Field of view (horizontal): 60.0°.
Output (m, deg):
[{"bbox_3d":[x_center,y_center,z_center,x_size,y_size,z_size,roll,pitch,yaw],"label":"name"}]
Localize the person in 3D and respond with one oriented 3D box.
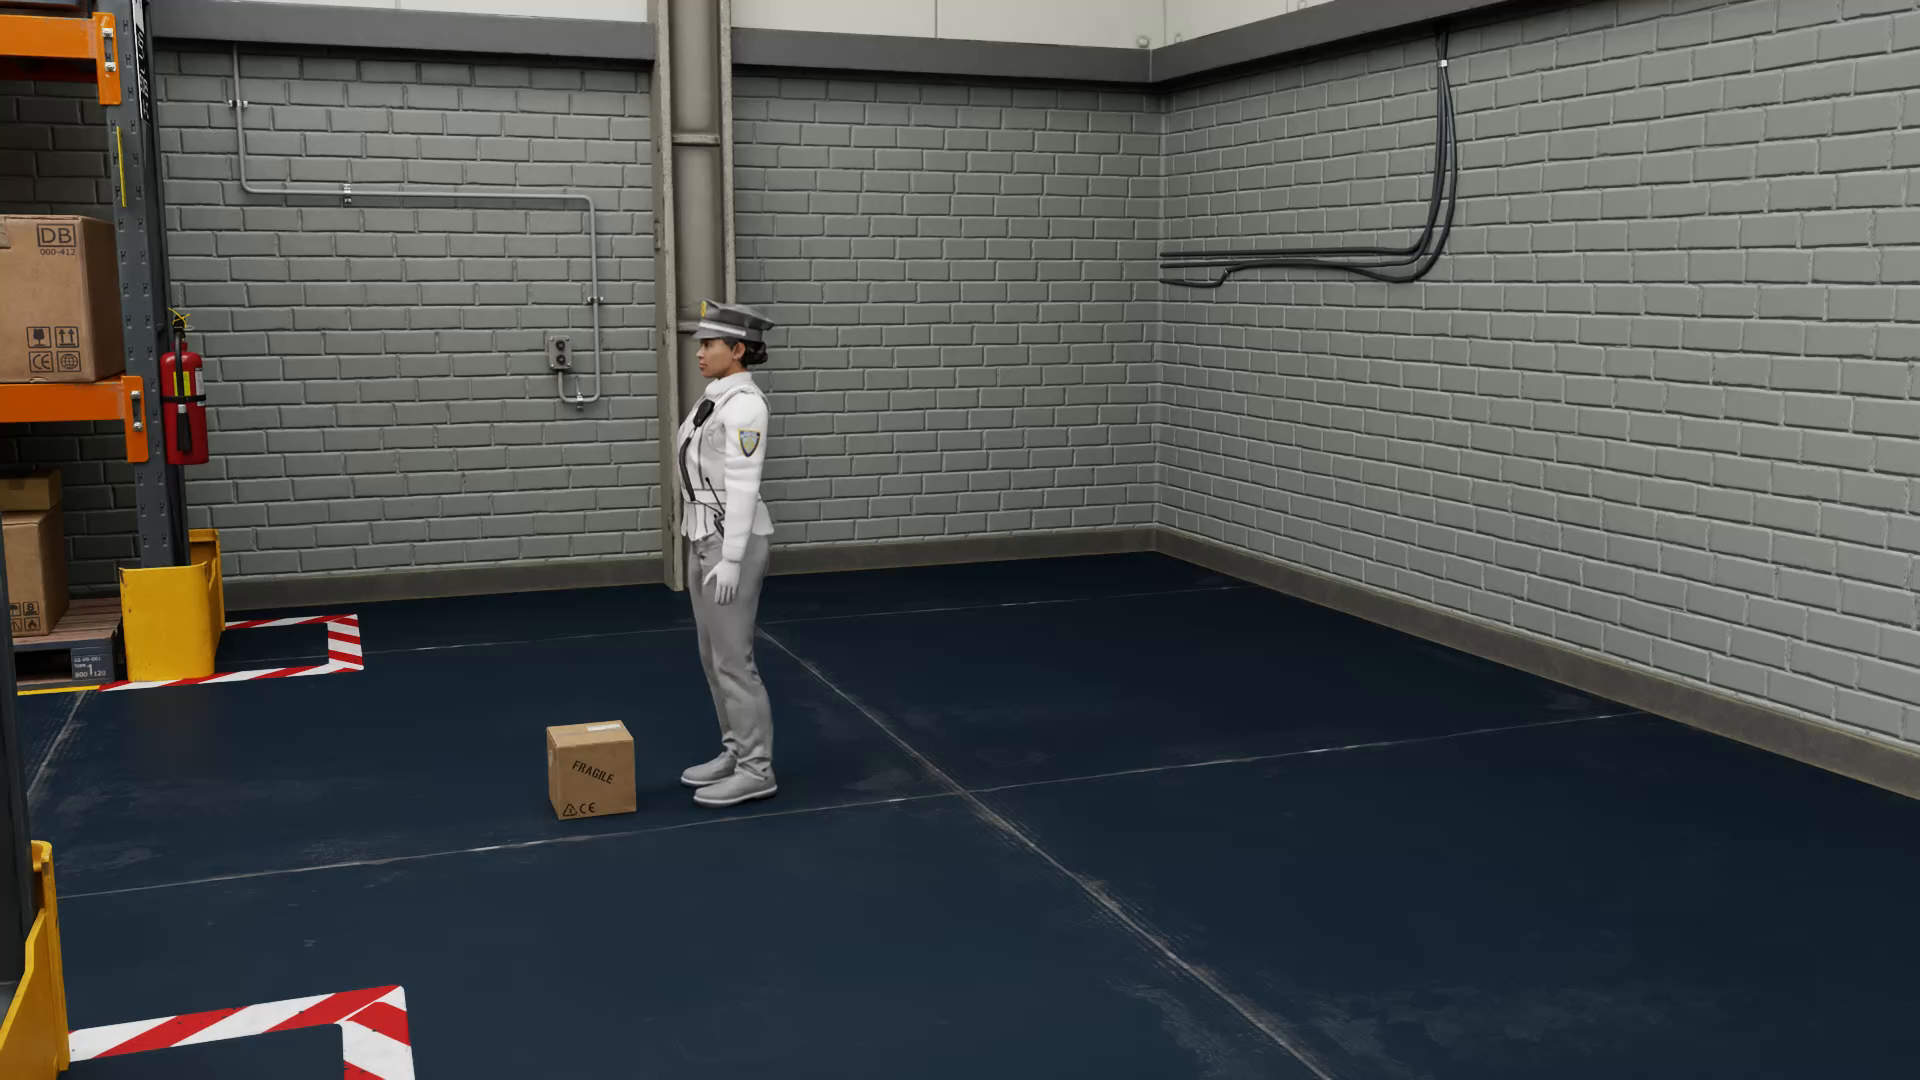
[{"bbox_3d":[-0.786,0.036,5.586,0.345,1.681,0.469,-3,10,-20],"label":"person"}]
